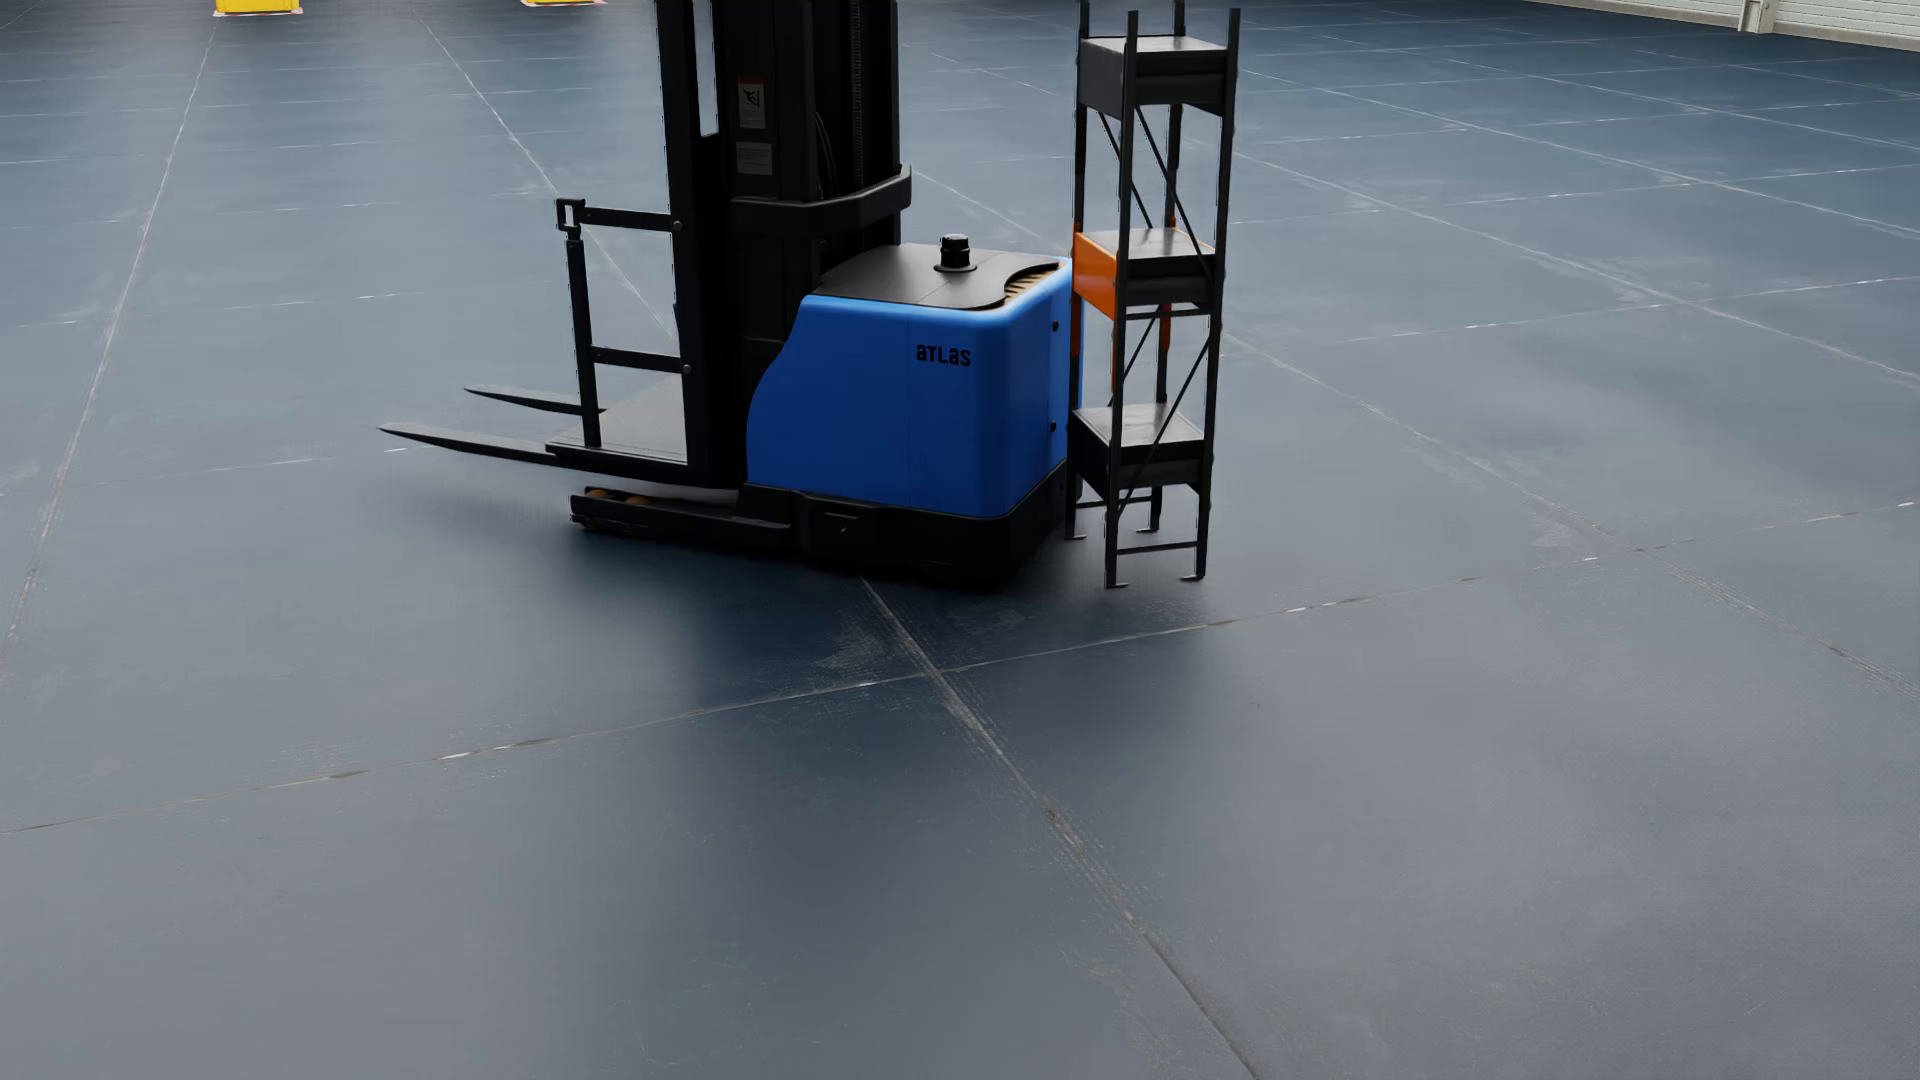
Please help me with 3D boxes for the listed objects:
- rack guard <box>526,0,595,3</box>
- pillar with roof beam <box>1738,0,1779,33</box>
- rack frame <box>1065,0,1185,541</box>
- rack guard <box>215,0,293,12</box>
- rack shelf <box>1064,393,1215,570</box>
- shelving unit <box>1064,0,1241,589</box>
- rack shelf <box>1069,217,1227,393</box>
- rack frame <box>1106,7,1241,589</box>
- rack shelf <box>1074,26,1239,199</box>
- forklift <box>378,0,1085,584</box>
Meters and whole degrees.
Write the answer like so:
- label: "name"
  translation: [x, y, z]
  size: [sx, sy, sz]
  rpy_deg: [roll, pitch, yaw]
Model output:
- label: "rack guard"
  translation: [-7.022, -9.712, 29.148]
  size: [1.175, 0.500, 0.348]
  rpy_deg: [-8, 24, -19]
- label: "pillar with roof beam"
  translation: [7.728, -11.068, 21.424]
  size: [9.100, 9.000, 0.400]
  rpy_deg: [-8, 24, -19]
- label: "rack frame"
  translation: [0.622, -0.986, 6.387]
  size: [0.400, 2.100, 0.015]
  rpy_deg: [-6, 24, -14]
- label: "rack guard"
  translation: [-11.699, -9.025, 27.520]
  size: [1.175, 0.500, 0.348]
  rpy_deg: [-8, 24, -19]
- label: "rack shelf"
  translation: [0.685, -0.237, 6.447]
  size: [0.431, 0.518, 0.480]
  rpy_deg: [-6, 24, -14]
- label: "shelving unit"
  translation: [0.685, -0.895, 6.169]
  size: [0.431, 2.100, 0.503]
  rpy_deg: [-6, 24, -14]
- label: "rack shelf"
  translation: [0.685, -0.882, 6.175]
  size: [0.431, 0.518, 0.480]
  rpy_deg: [-6, 24, -14]
- label: "rack frame"
  translation: [0.749, -0.803, 5.952]
  size: [0.400, 2.100, 0.015]
  rpy_deg: [-6, 24, -14]
- label: "rack shelf"
  translation: [0.685, -1.527, 5.903]
  size: [0.431, 0.518, 0.480]
  rpy_deg: [-6, 24, -14]
- label: "forklift"
  translation: [-1.051, -1.538, 6.625]
  size: [3.031, 2.935, 1.130]
  rpy_deg: [9, 25, 21]
